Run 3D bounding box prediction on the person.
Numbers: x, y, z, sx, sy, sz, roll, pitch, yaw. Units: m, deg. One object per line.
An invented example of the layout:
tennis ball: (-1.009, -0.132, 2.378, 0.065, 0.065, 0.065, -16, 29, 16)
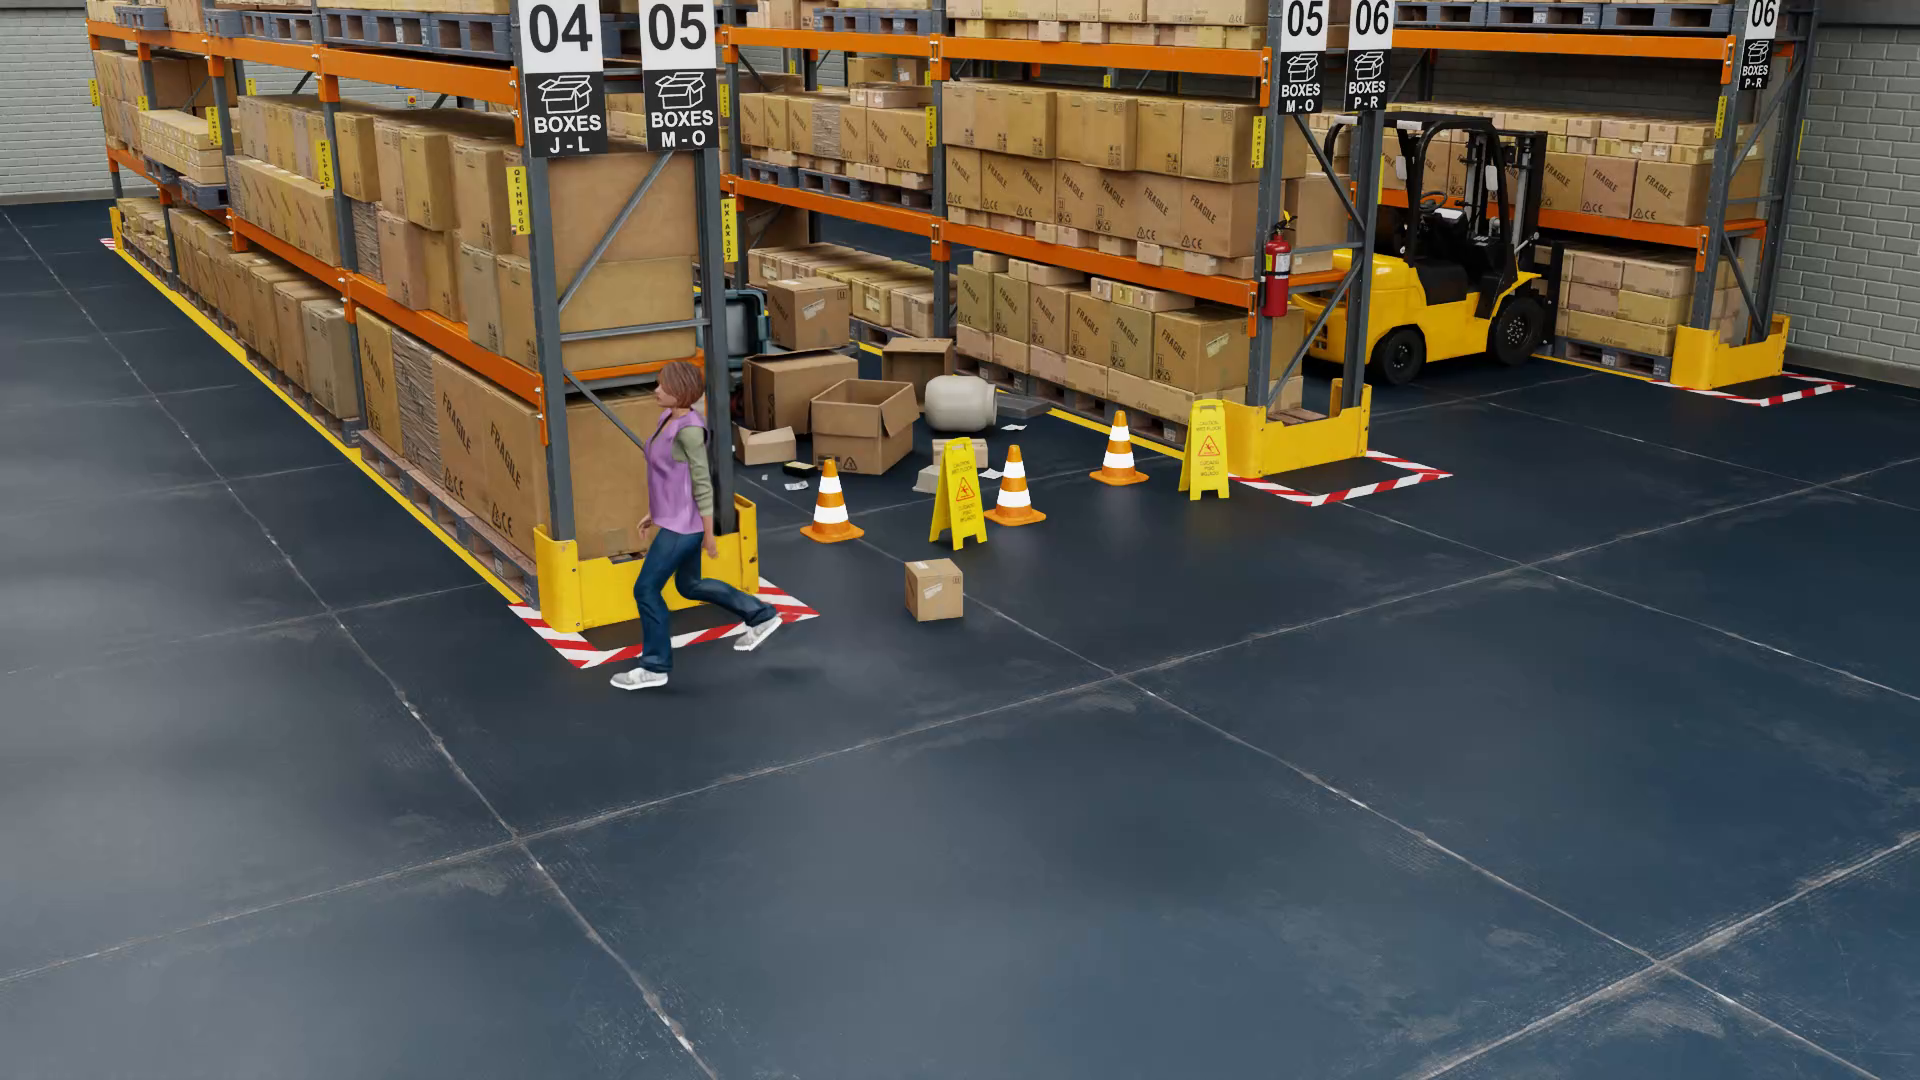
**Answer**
person: (-1.267, -0.089, 7.819, 0.851, 1.549, 0.394, -5, 19, -15)
